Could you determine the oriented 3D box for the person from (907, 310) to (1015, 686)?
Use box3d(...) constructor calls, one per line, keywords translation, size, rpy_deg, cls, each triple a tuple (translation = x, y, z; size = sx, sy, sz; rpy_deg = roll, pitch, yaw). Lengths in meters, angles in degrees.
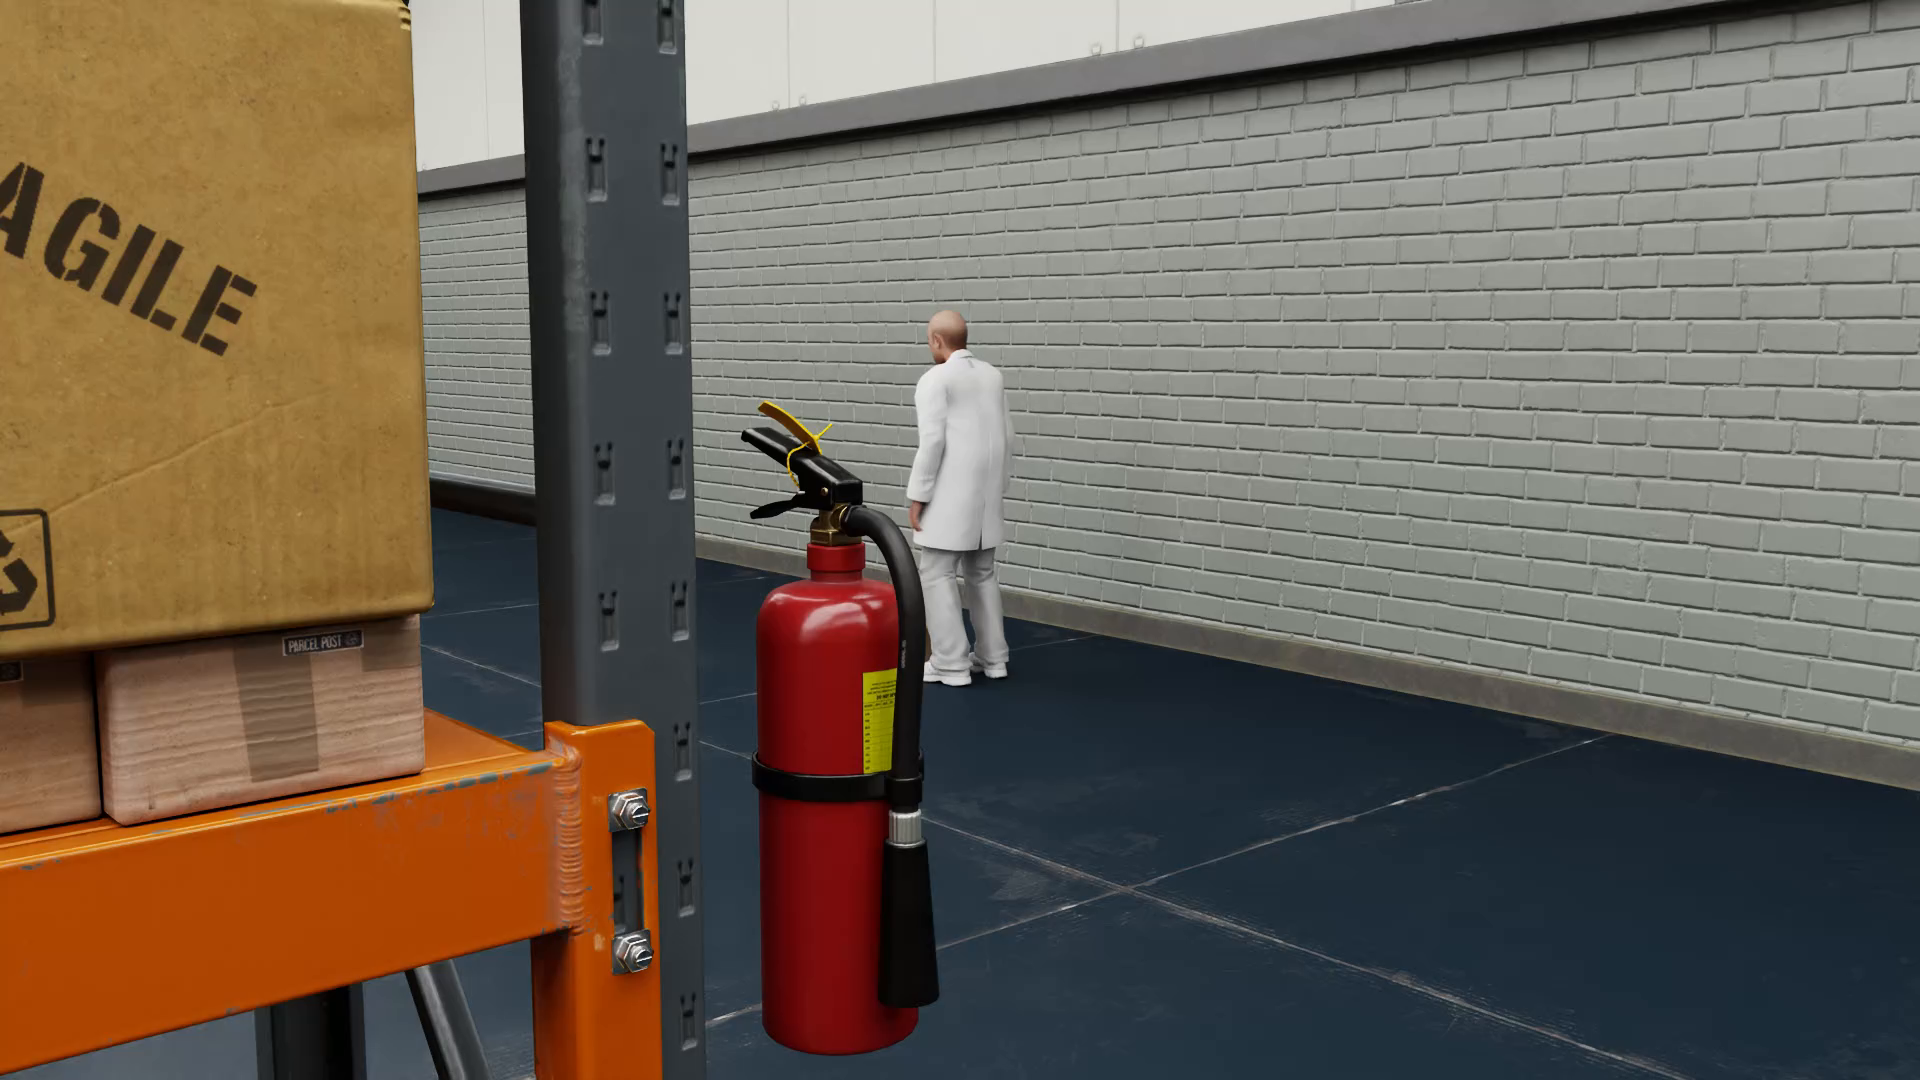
box3d(translation=(-0.007, -0.204, 7.947), size=(0.646, 1.772, 0.429), rpy_deg=(-7, 10, -44), cls="person")
